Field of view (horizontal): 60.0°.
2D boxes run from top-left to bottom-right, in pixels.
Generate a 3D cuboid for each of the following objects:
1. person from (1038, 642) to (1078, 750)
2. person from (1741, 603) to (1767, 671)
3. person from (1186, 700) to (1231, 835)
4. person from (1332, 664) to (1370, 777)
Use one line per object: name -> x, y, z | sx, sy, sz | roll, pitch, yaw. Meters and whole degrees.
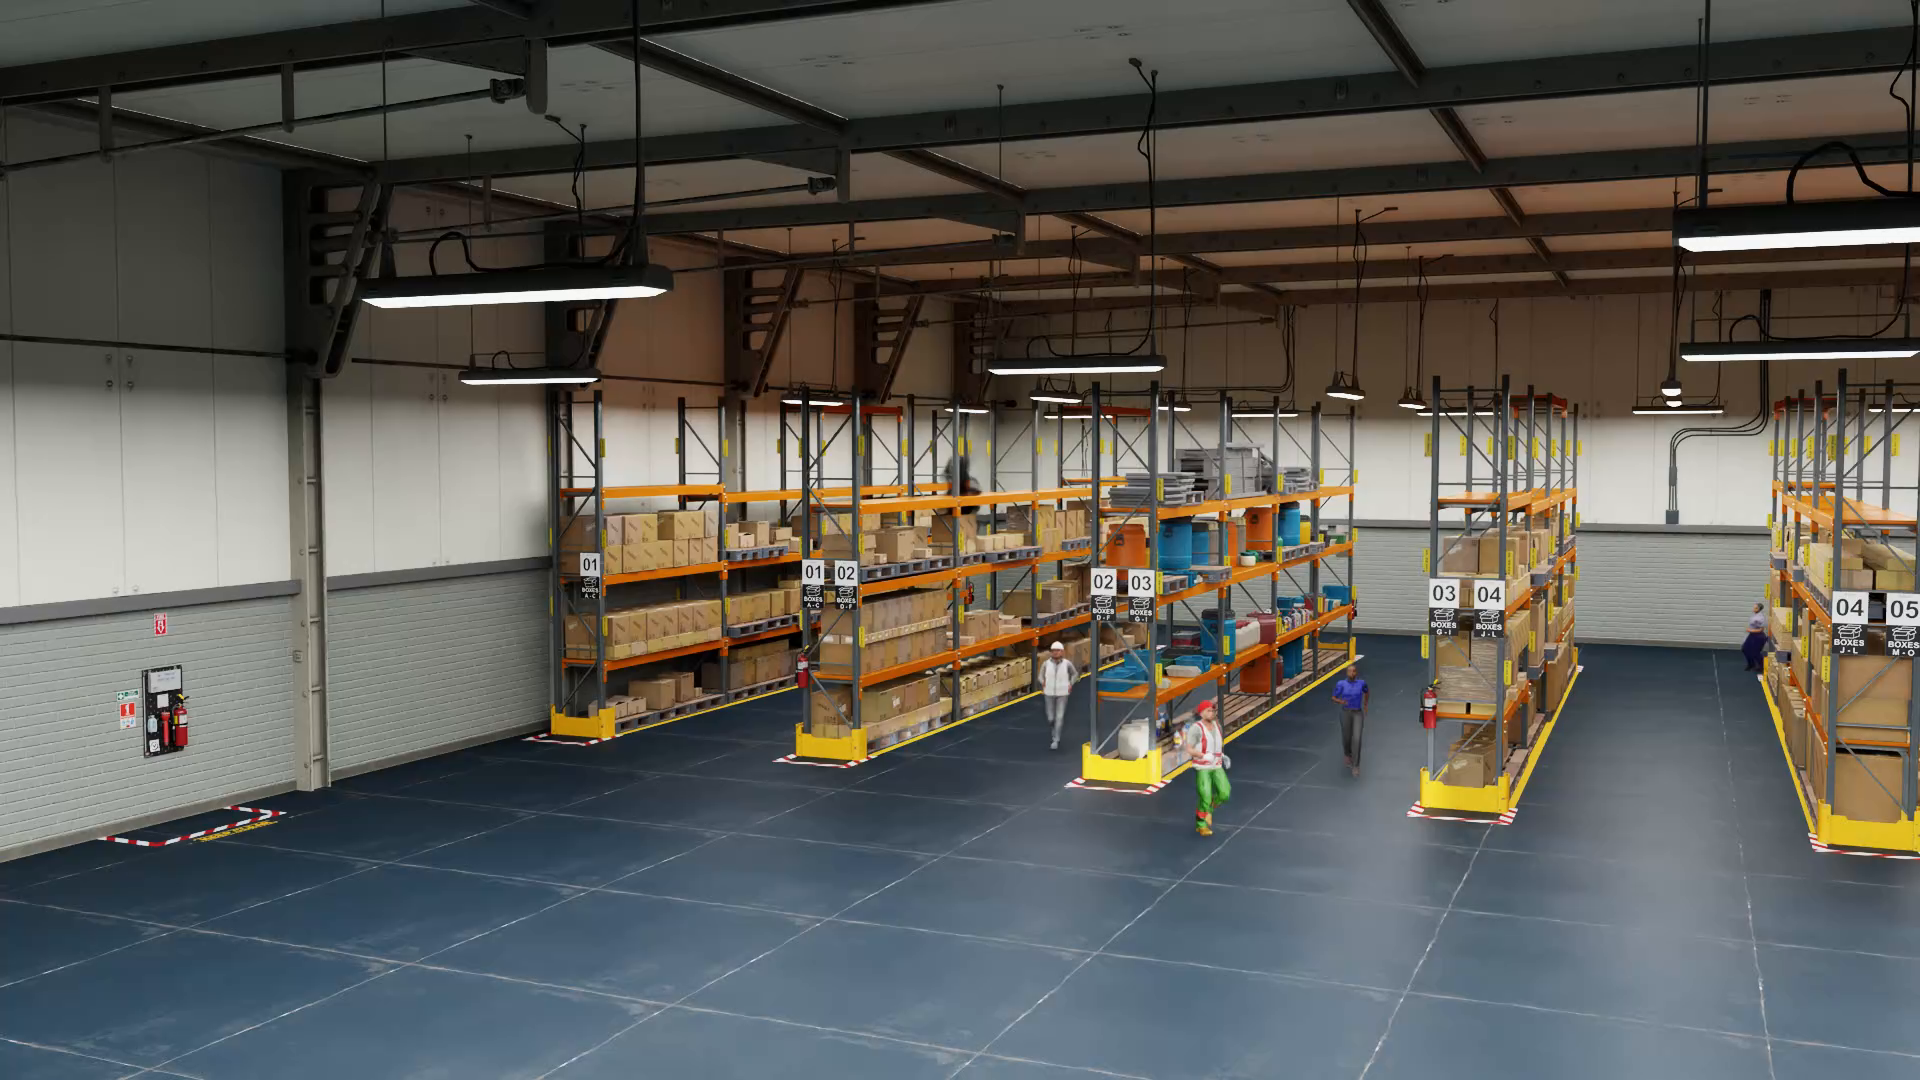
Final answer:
person -> 1.626, 2.579, 27.809 | 0.663, 1.752, 0.926 | 1, 3, 11
person -> 17.749, 2.184, 37.030 | 0.549, 1.615, 0.766 | 1, 3, 10
person -> 3.230, 2.941, 21.434 | 0.649, 1.743, 0.578 | -2, 4, -27
person -> 6.026, 2.748, 25.649 | 0.577, 1.659, 0.887 | 1, 3, 13
